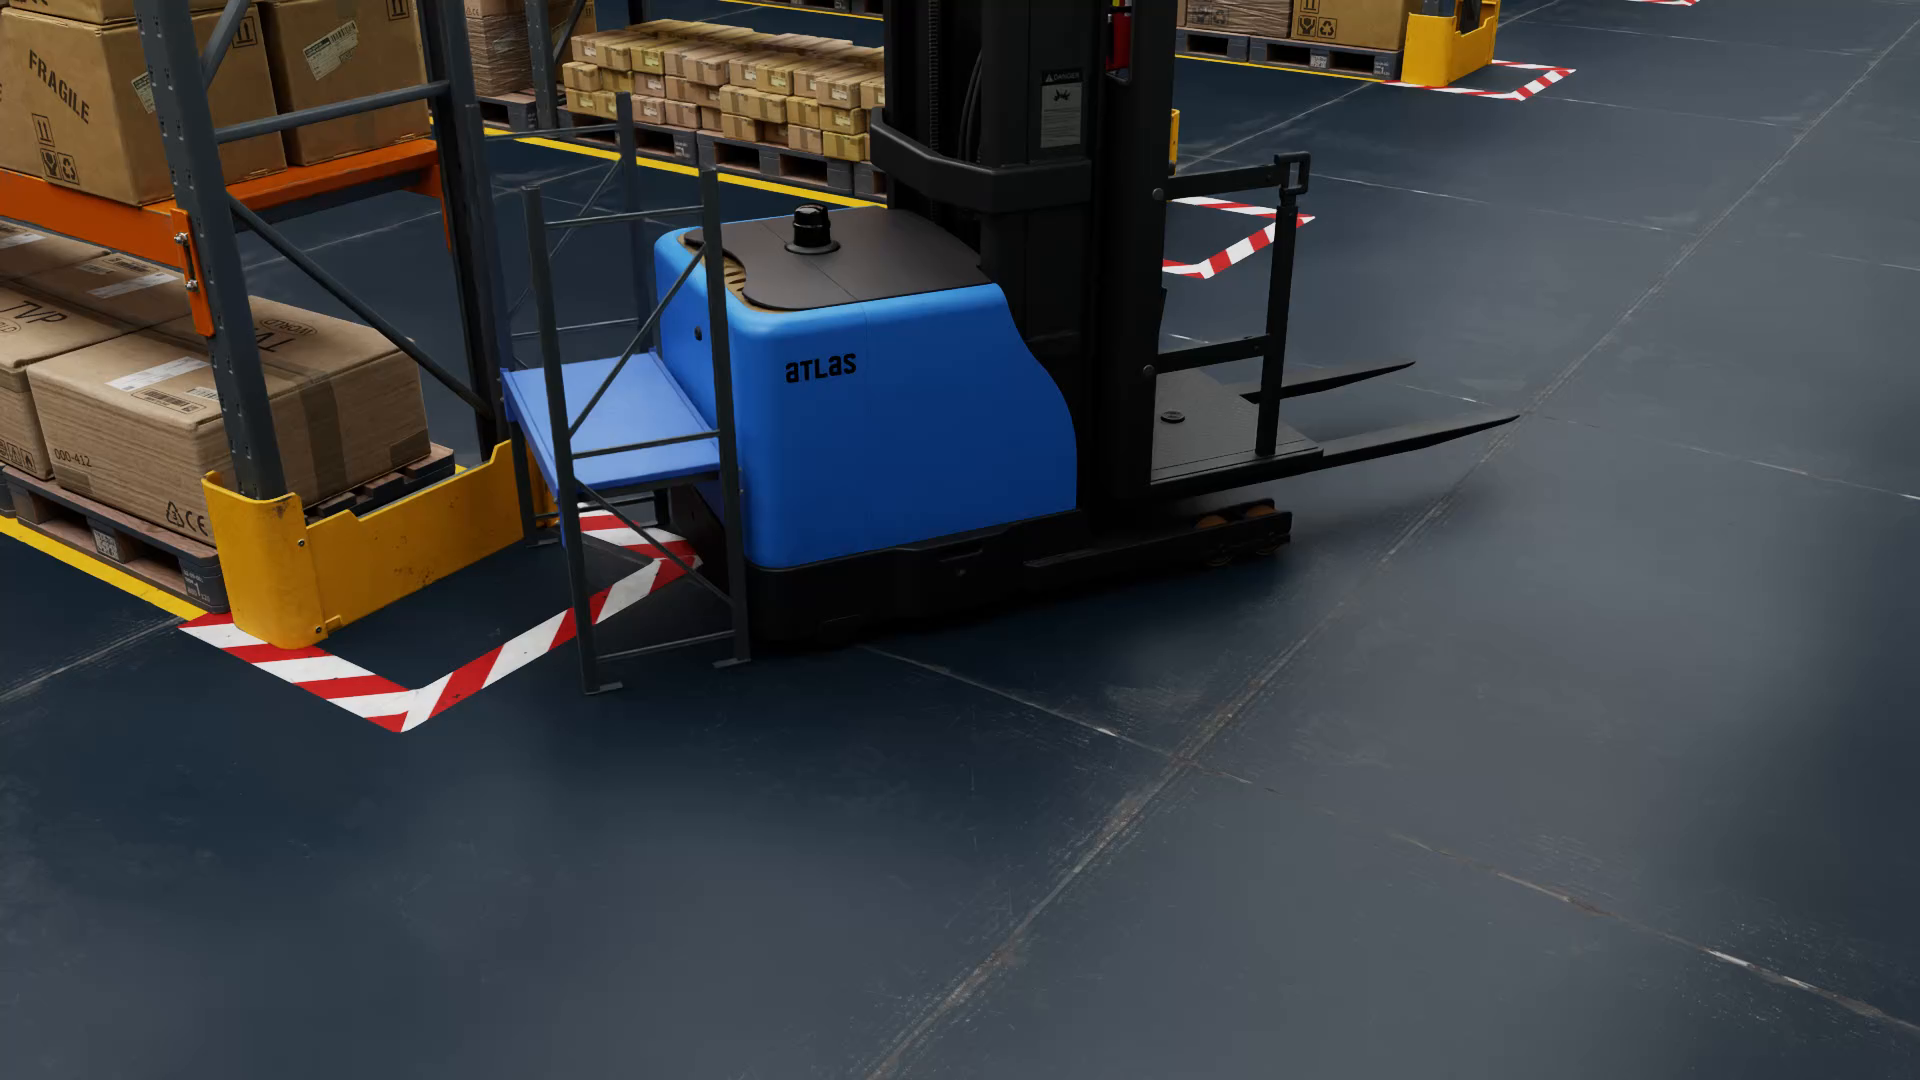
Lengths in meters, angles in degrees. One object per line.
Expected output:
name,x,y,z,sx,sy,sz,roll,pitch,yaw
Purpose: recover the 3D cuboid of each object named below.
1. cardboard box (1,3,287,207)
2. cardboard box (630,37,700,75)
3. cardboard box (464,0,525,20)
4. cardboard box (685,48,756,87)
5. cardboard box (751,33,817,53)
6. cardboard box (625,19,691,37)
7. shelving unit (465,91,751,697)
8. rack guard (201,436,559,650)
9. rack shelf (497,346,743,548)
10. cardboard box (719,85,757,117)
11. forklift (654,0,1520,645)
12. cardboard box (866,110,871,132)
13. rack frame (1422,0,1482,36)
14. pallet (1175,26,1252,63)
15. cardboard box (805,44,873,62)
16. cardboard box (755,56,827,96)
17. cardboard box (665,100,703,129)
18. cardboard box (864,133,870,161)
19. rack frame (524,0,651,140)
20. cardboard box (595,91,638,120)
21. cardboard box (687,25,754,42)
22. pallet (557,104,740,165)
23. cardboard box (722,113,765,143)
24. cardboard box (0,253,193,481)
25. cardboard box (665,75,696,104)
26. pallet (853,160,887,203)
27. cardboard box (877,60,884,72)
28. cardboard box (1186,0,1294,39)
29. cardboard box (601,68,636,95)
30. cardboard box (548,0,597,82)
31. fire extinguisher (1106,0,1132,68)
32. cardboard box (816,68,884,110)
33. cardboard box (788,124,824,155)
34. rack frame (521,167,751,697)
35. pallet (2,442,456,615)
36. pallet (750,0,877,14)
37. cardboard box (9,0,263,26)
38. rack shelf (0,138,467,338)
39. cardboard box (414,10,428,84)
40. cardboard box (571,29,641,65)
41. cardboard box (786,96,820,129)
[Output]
cardboard box,-2.409,-1.327,4.939,0.500,0.500,0.500,18,32,31
cardboard box,-1.842,-3.037,10.435,0.250,0.149,0.380,17,31,30
cardboard box,-3.196,-3.665,11.110,0.500,0.250,0.500,16,31,29
cardboard box,-1.451,-2.883,10.132,0.250,0.149,0.380,18,32,31
cardboard box,-1.111,-3.106,10.570,0.250,0.149,0.380,16,31,28
cardboard box,-1.998,-3.349,11.047,0.250,0.149,0.380,18,32,32
shelving unit,-1.064,-0.474,5.025,0.538,1.500,1.048,-11,29,-20
rack guard,-1.841,-0.137,5.468,0.348,0.500,1.175,17,32,30
rack shelf,-1.064,-0.313,5.107,0.538,0.185,1.000,-11,29,-20
cardboard box,-1.234,-2.678,10.058,0.250,0.149,0.380,17,32,30
forklift,0.566,-1.424,5.316,3.031,2.935,1.130,-12,29,-22
cardboard box,-0.331,-2.452,9.613,0.250,0.149,0.380,17,31,30
rack frame,3.750,-4.962,12.193,0.127,3.000,1.000,17,32,30
pallet,2.045,-4.209,13.788,1.213,0.211,1.003,17,32,30
cardboard box,-0.739,-2.936,10.237,0.250,0.149,0.380,17,32,30
cardboard box,-0.999,-2.766,9.902,0.250,0.149,0.380,17,32,31
cardboard box,-1.630,-2.705,10.437,0.250,0.149,0.380,17,31,29
cardboard box,-0.343,-2.294,9.631,0.250,0.149,0.380,18,32,31
rack frame,-2.439,-4.161,10.619,0.127,3.000,1.000,17,32,30
cardboard box,-2.101,-2.795,10.616,0.250,0.149,0.380,18,32,32
cardboard box,-1.556,-3.236,10.827,0.250,0.149,0.380,17,32,30
pallet,-1.865,-2.759,10.938,1.213,0.211,1.003,17,32,30
cardboard box,-1.228,-2.546,10.125,0.250,0.149,0.380,16,31,29
cardboard box,-3.221,-0.666,6.114,0.875,0.438,0.875,18,32,32
cardboard box,-1.620,-2.846,10.388,0.250,0.149,0.380,16,31,28
pallet,0.146,-2.132,9.707,1.213,0.211,1.003,17,32,30
cardboard box,-0.286,-2.823,10.014,0.250,0.149,0.380,19,32,32
cardboard box,2.427,-4.570,13.303,0.875,0.875,0.875,17,32,30
cardboard box,-2.062,-2.966,10.623,0.250,0.149,0.380,18,32,31
cardboard box,-2.898,-3.523,11.658,0.500,0.500,0.500,19,32,32
fire extinguisher,0.804,-2.696,8.236,0.183,0.674,0.296,17,32,30
cardboard box,-0.612,-2.600,9.576,0.250,0.149,0.380,19,32,32
cardboard box,-0.803,-2.414,9.866,0.250,0.149,0.380,18,32,31
rack frame,-0.869,-0.261,4.607,0.500,1.500,0.032,-11,29,-20
pallet,-2.565,-0.190,5.891,1.213,0.211,1.003,17,32,30
pallet,-1.236,-5.229,15.793,1.213,0.211,1.003,17,32,30
cardboard box,-2.393,-1.782,4.732,0.500,0.500,0.500,18,32,32
rack shelf,-3.510,-1.450,6.085,4.000,0.370,1.077,17,32,30
cardboard box,-3.614,-3.462,11.538,0.500,0.500,0.500,16,31,29
cardboard box,-2.272,-3.177,10.709,0.250,0.149,0.380,19,32,32
cardboard box,-0.803,-2.545,9.797,0.250,0.149,0.380,19,33,33
